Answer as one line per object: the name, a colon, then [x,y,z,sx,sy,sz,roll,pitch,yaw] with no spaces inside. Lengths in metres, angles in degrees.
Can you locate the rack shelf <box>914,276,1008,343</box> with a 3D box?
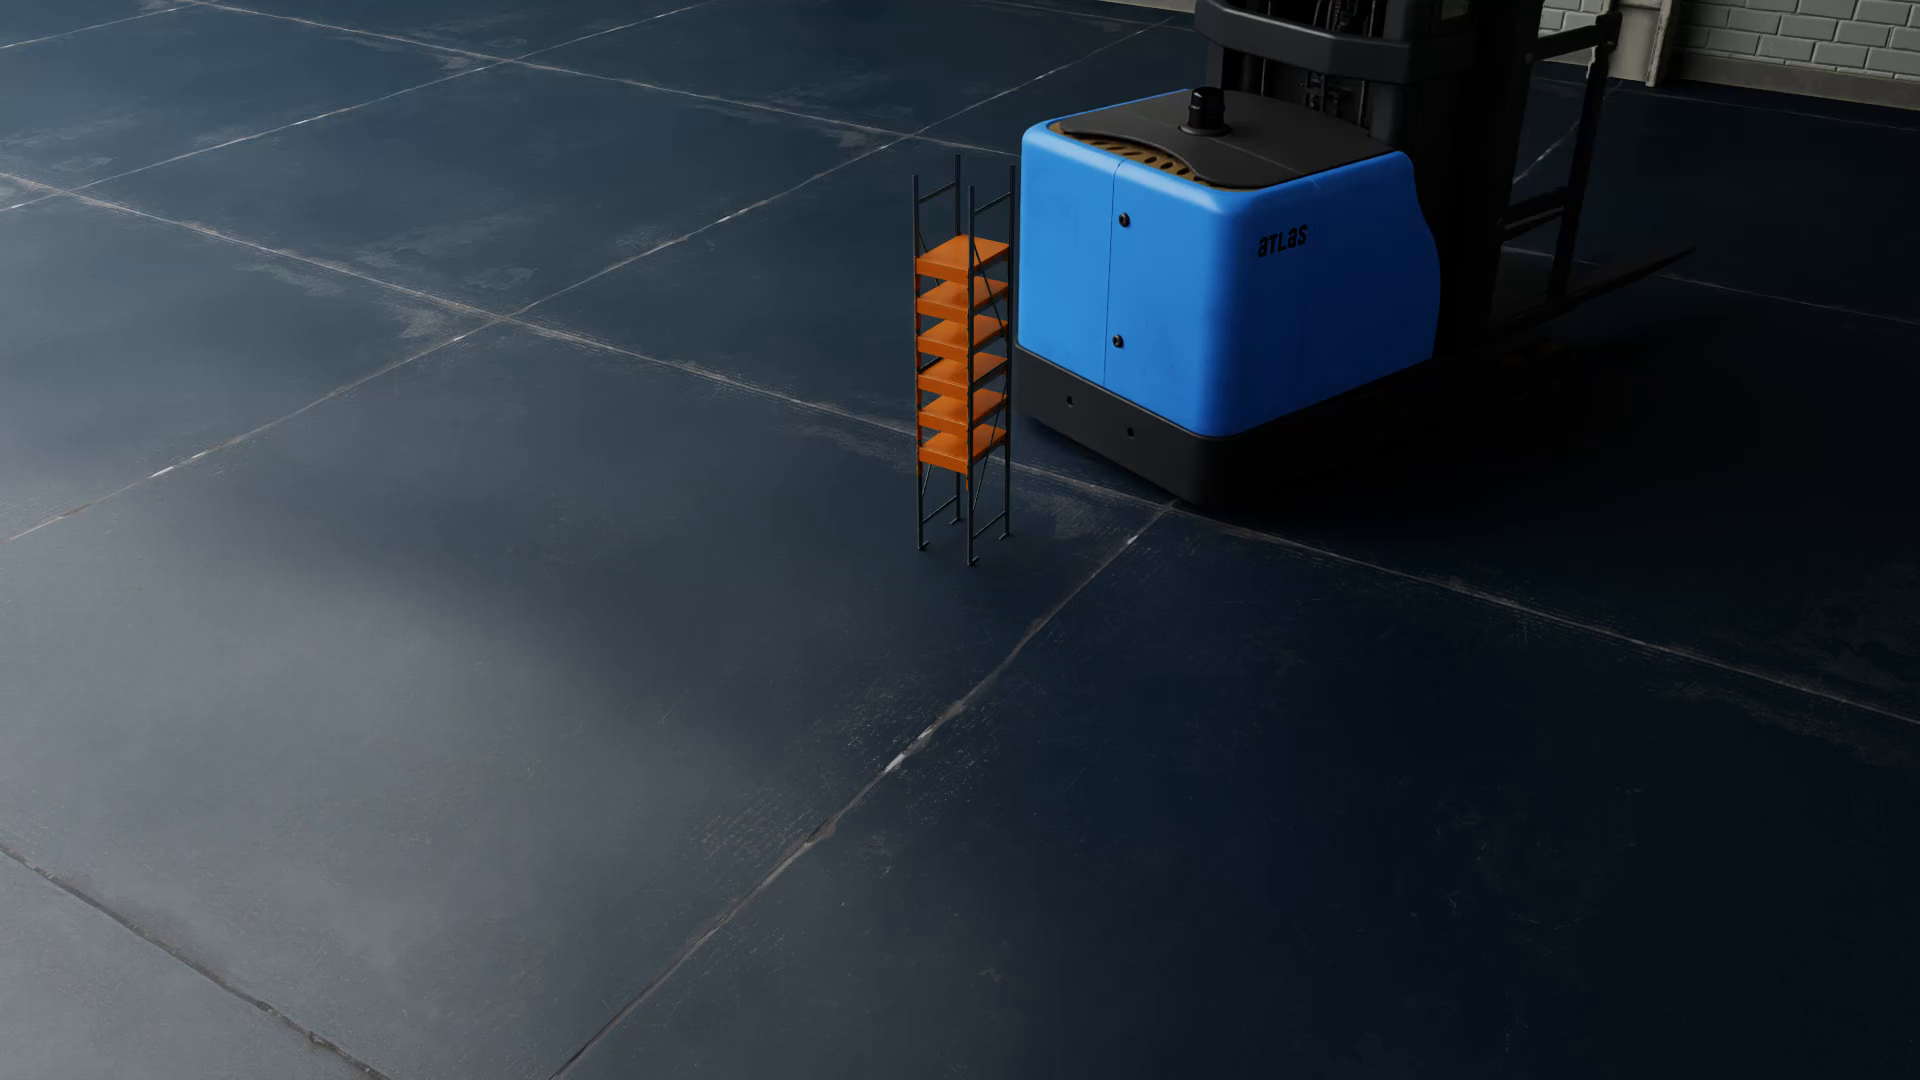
rack shelf: [0.012,-0.683,4.842,0.180,0.103,0.258,18,35,27]

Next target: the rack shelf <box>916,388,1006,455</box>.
rack shelf: [0.012,-0.372,5.024,0.180,0.103,0.258,18,35,27]

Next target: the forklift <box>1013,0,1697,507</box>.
forklift: [1.663,-1.964,5.707,3.031,2.935,1.130,-21,36,-32]

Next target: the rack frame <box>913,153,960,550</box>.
rack frame: [-0.065,-0.539,4.983,0.006,1.200,0.240,18,35,27]

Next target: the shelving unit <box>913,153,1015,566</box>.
shelving unit: [0.012,-0.514,4.941,0.189,1.200,0.258,18,35,27]

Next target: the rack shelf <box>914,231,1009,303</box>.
rack shelf: [0.012,-0.787,4.782,0.180,0.103,0.258,18,35,27]

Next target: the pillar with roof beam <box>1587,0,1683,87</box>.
pillar with roof beam: [1.744,-4.853,4.638,0.400,9.000,9.100,18,35,27]

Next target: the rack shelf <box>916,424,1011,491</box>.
rack shelf: [0.012,-0.269,5.084,0.180,0.103,0.258,18,35,27]

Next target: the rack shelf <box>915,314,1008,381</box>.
rack shelf: [0.012,-0.580,4.903,0.180,0.103,0.258,18,35,27]

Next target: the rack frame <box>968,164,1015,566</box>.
rack frame: [0.090,-0.490,4.899,0.006,1.200,0.240,18,35,27]

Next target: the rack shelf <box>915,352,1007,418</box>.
rack shelf: [0.012,-0.476,4.963,0.180,0.103,0.258,18,35,27]
